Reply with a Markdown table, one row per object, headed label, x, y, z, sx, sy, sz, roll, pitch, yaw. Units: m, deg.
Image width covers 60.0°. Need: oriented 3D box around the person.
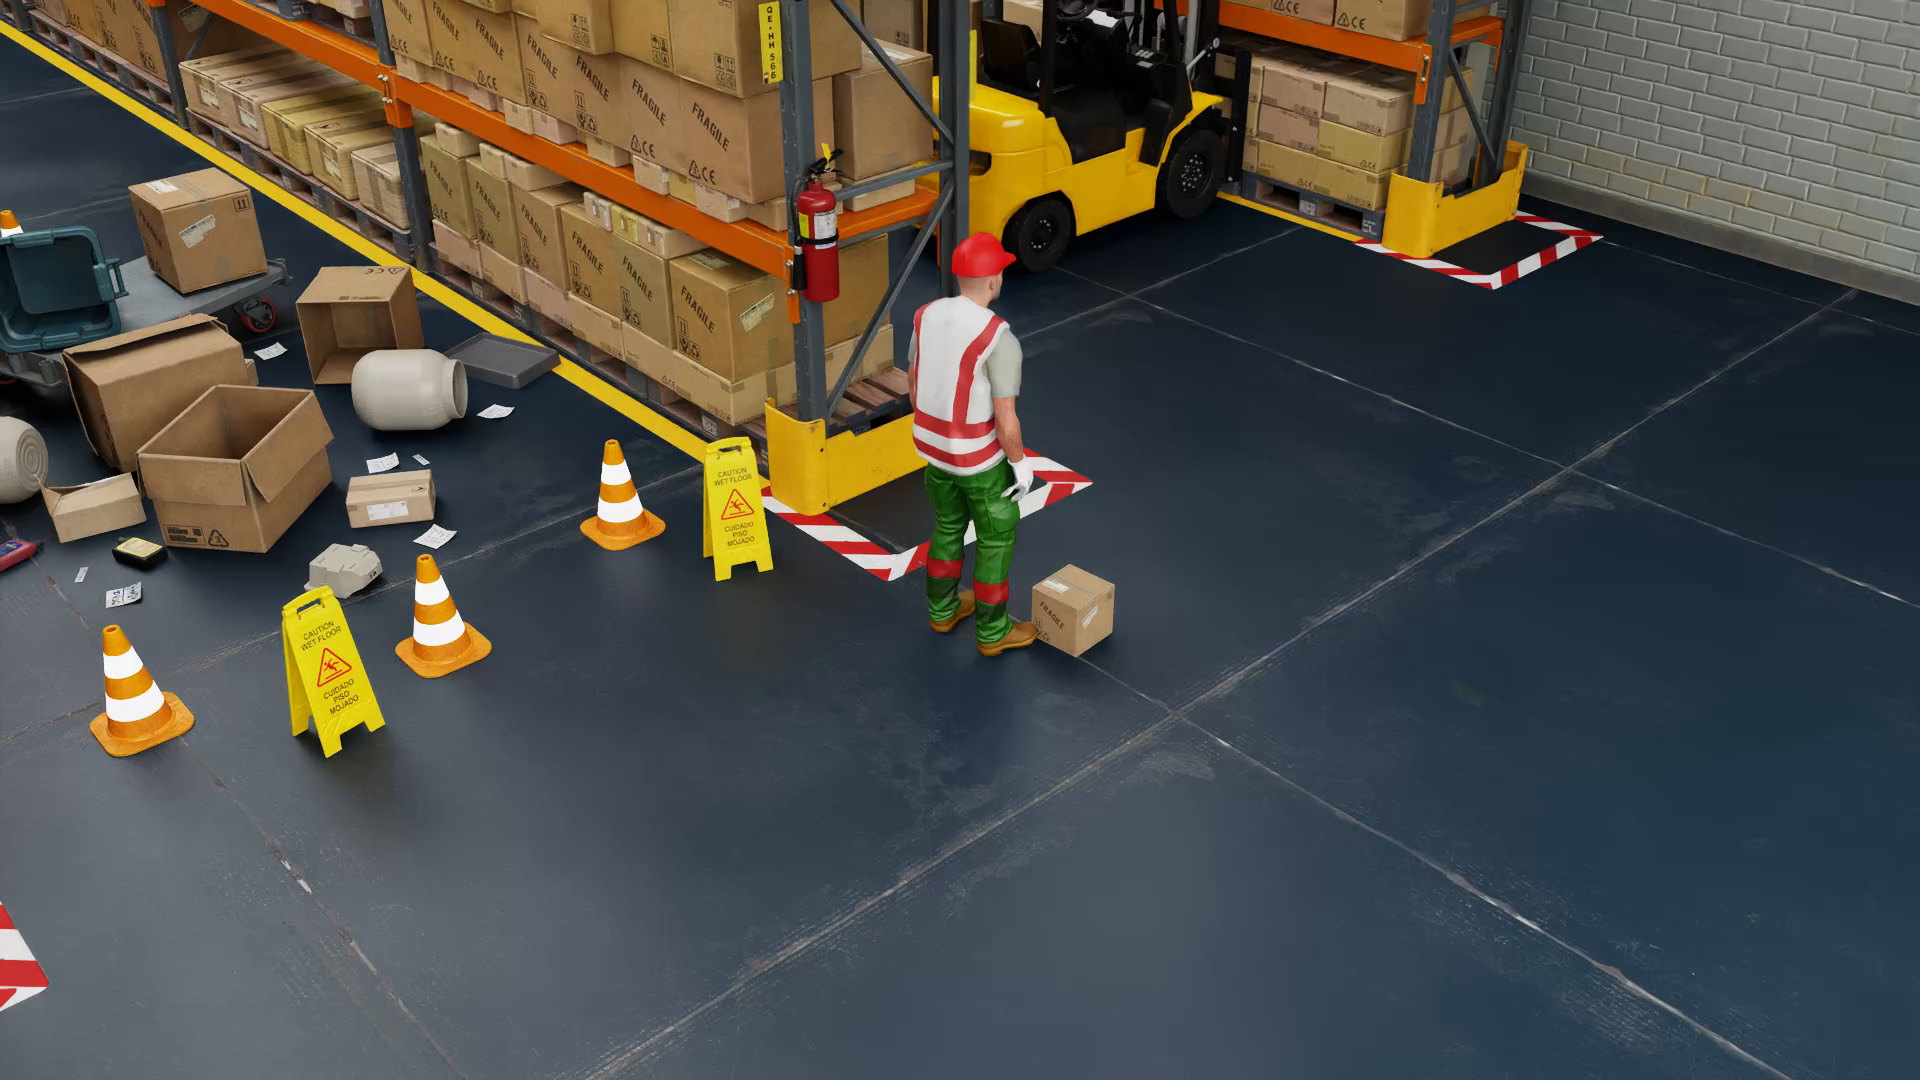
| label | x | y | z | sx | sy | sz | roll | pitch | yaw |
| --- | --- | --- | --- | --- | --- | --- | --- | --- | --- |
| person | 0.052 | -0.371 | 6.727 | 0.604 | 1.778 | 0.453 | 27 | 40 | 36 |
